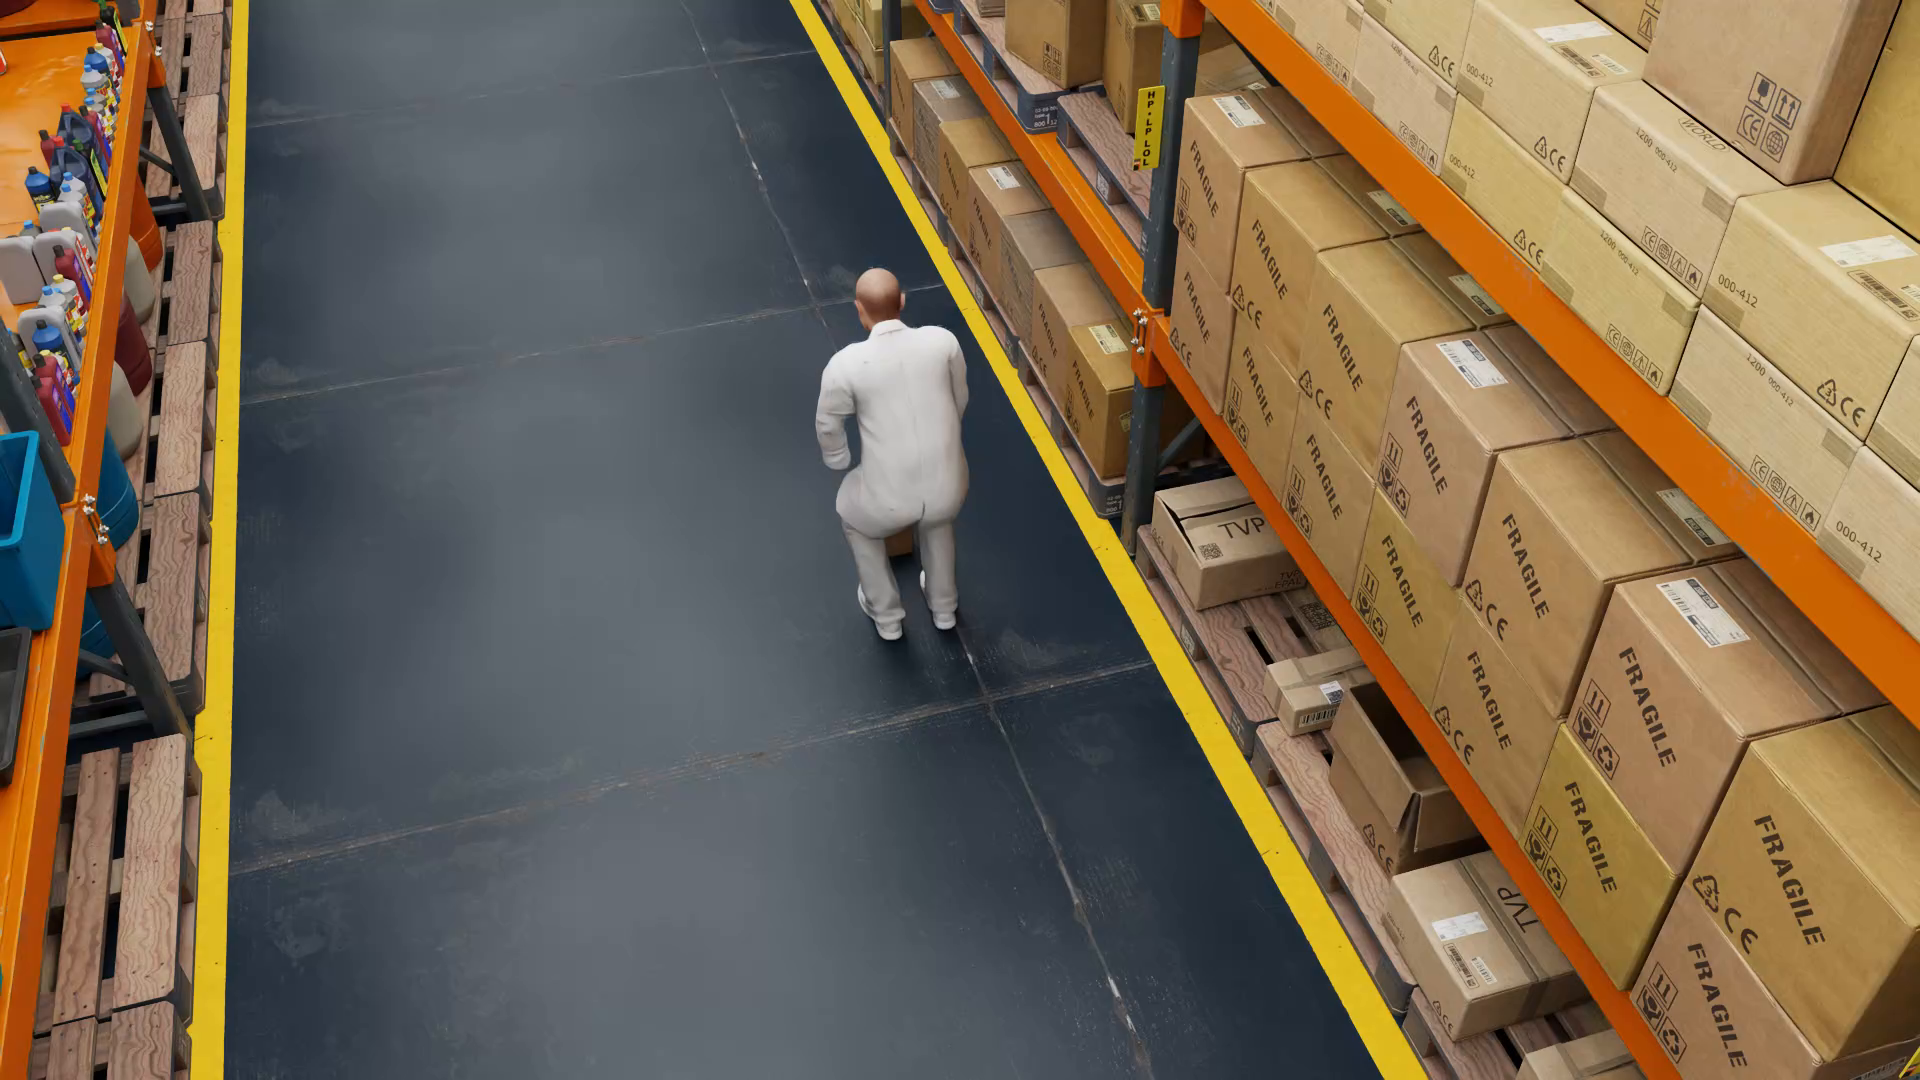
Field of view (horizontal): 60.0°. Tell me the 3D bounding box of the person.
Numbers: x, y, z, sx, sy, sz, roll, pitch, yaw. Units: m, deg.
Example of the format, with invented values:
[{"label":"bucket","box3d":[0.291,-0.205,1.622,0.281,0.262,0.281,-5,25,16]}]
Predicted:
[{"label":"person","box3d":[-0.251,-0.287,6.634,0.618,1.601,0.564,-11,43,-12]}]
